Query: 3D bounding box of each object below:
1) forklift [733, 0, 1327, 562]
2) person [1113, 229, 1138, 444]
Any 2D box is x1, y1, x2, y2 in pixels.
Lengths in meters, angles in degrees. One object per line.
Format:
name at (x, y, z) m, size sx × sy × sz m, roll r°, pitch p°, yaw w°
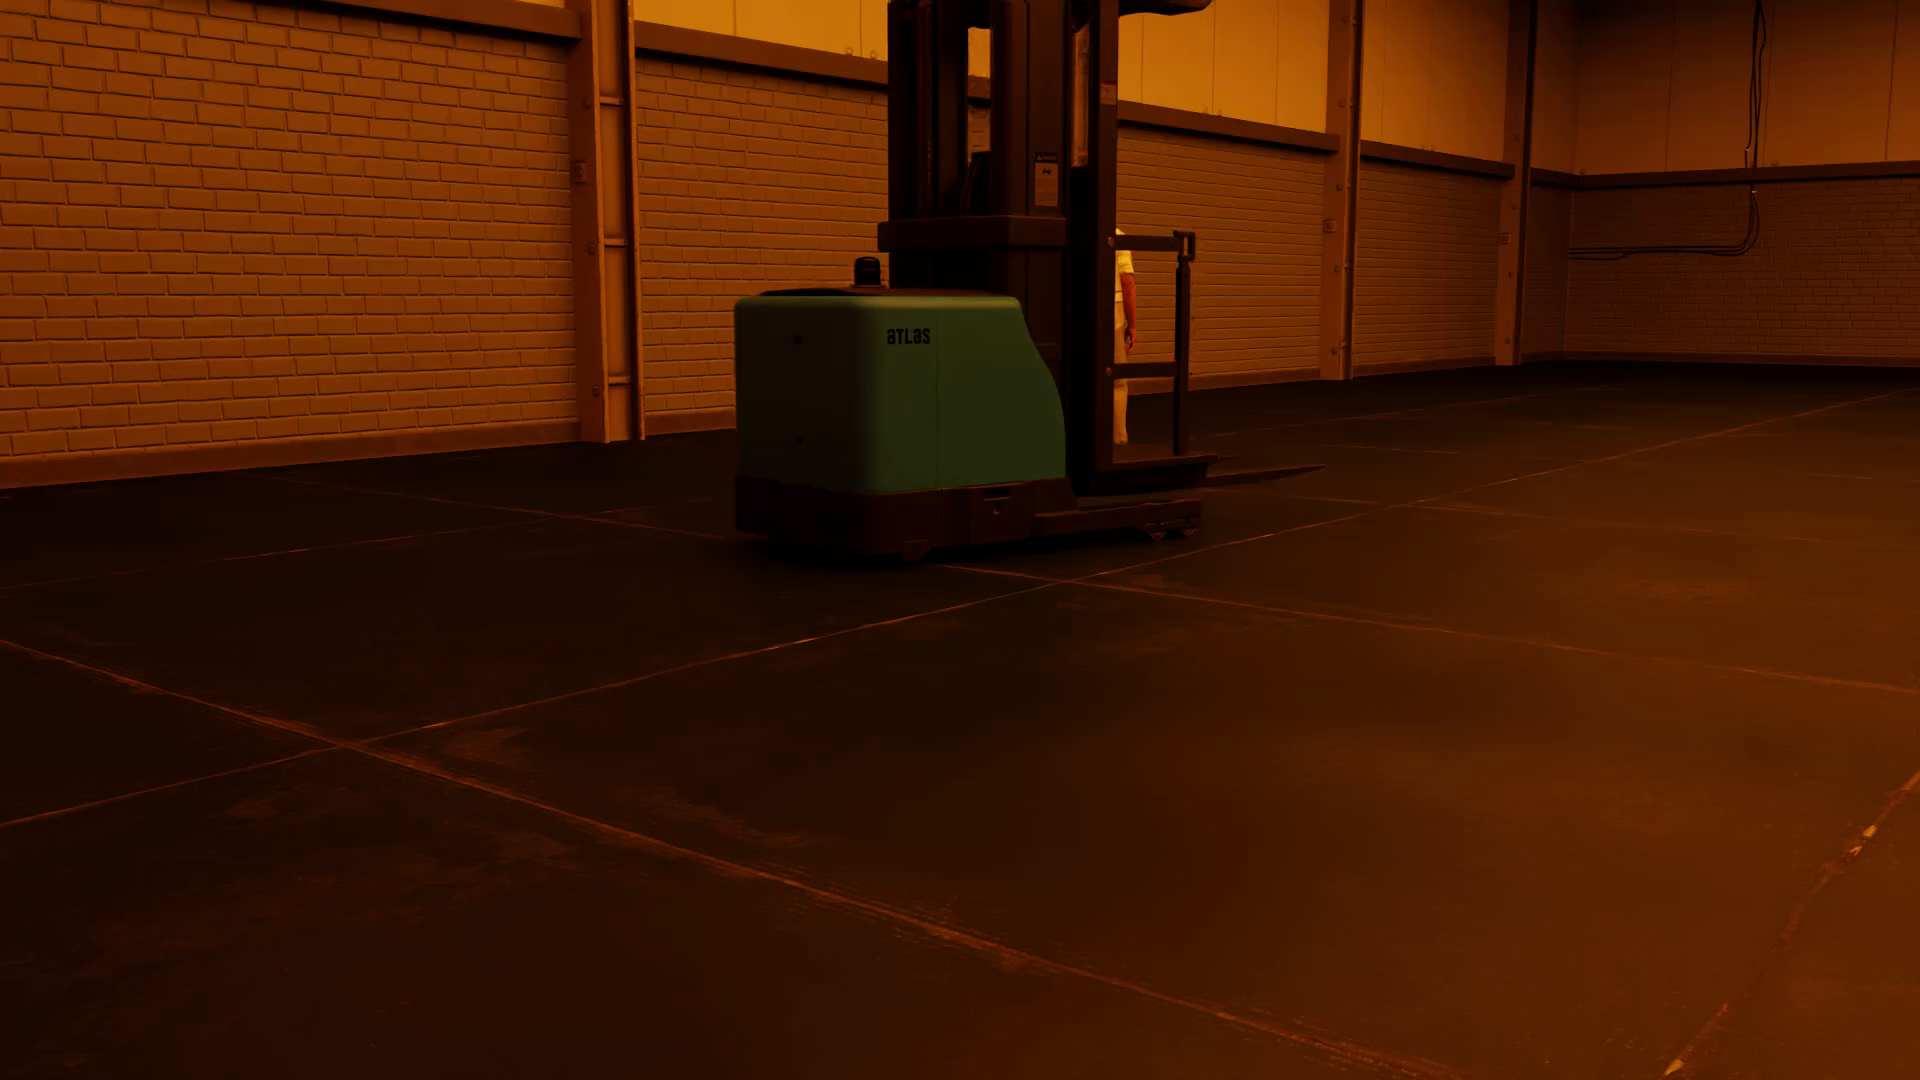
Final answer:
forklift at (0.482, -1.510, 7.601) m, size 3.031 × 2.935 × 1.130 m, roll -7°, pitch 11°, yaw -38°
person at (0.816, -1.320, 10.388) m, size 0.600 × 1.745 × 0.443 m, roll 2°, pitch 9°, yaw 13°
